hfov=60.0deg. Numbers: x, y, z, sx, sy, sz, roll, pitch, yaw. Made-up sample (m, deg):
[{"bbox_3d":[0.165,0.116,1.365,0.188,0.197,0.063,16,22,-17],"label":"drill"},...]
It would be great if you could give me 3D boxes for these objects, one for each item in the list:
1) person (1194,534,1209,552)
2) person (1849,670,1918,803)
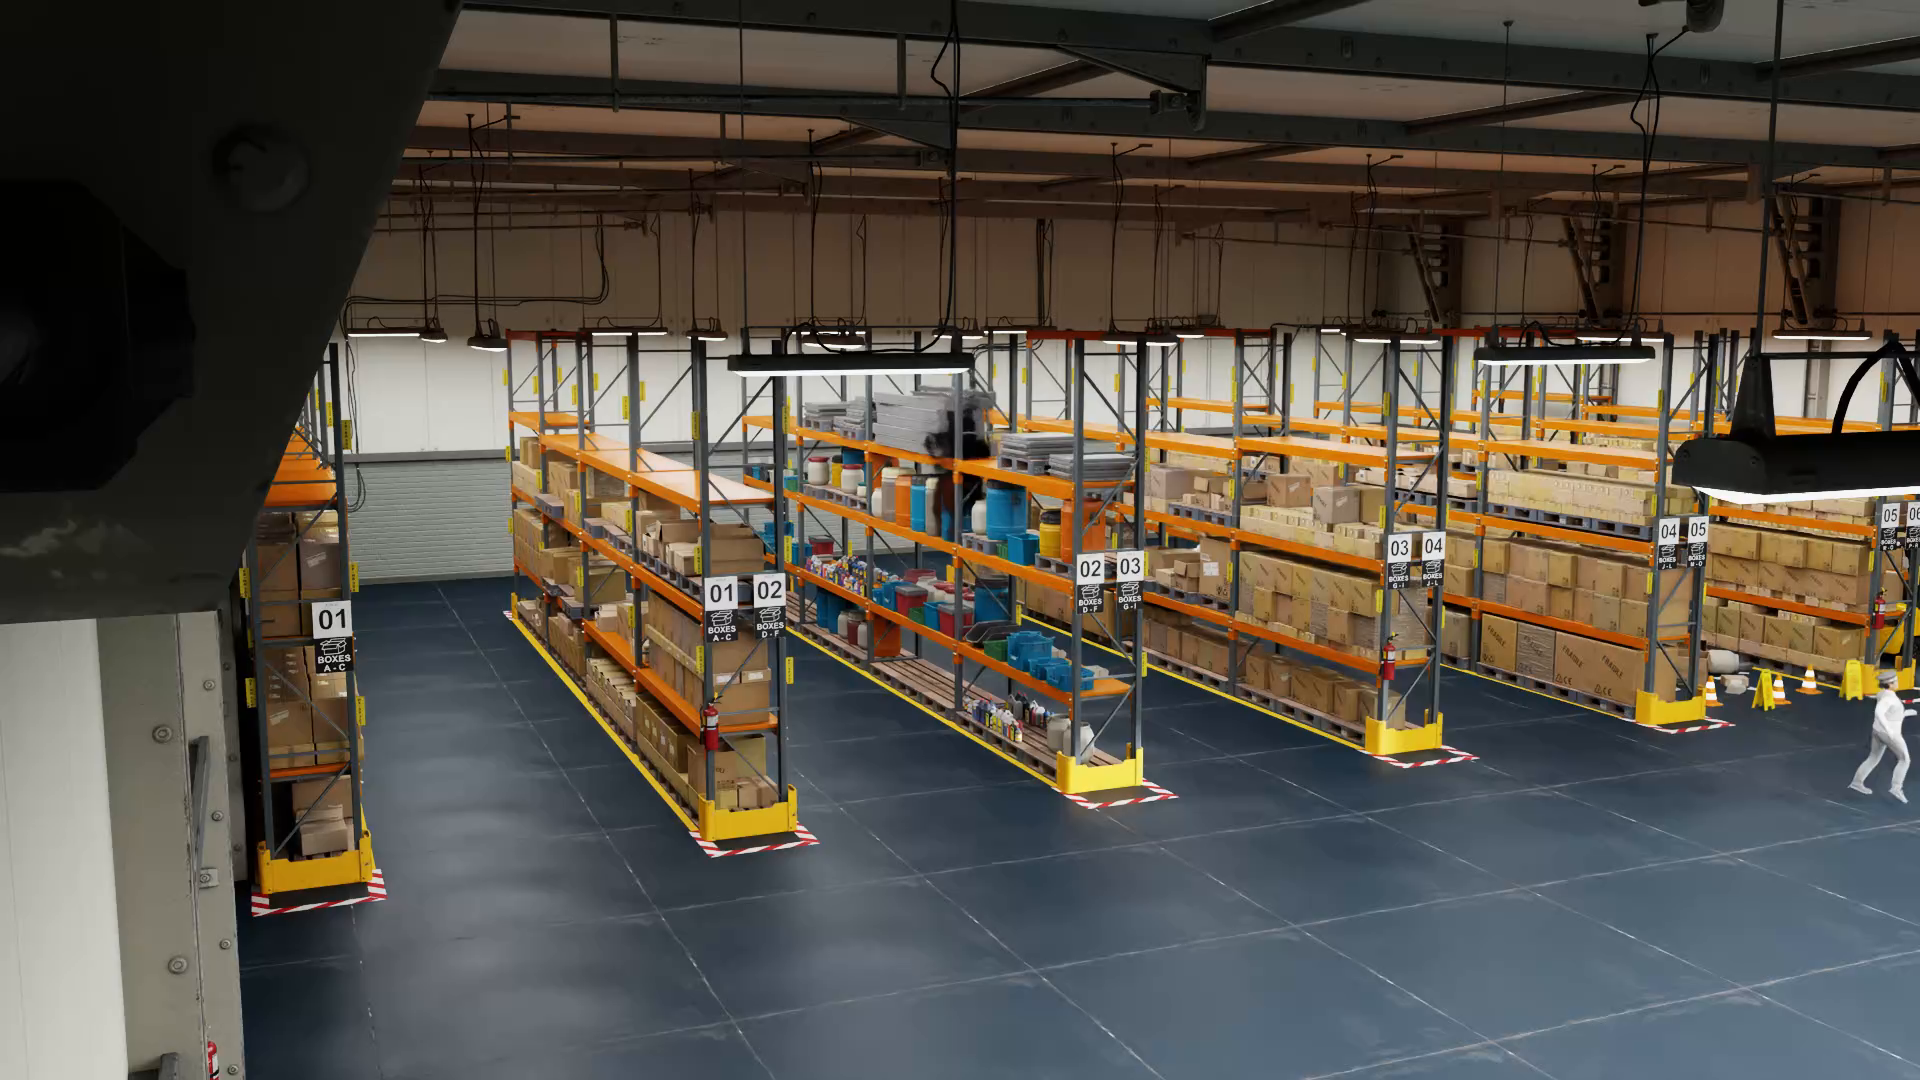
[{"bbox_3d":[5.194,0.674,35.283,0.584,1.639,1.044,-3,8,-20],"label":"person"},{"bbox_3d":[12.065,2.561,21.665,0.734,1.747,0.578,1,8,5],"label":"person"}]
